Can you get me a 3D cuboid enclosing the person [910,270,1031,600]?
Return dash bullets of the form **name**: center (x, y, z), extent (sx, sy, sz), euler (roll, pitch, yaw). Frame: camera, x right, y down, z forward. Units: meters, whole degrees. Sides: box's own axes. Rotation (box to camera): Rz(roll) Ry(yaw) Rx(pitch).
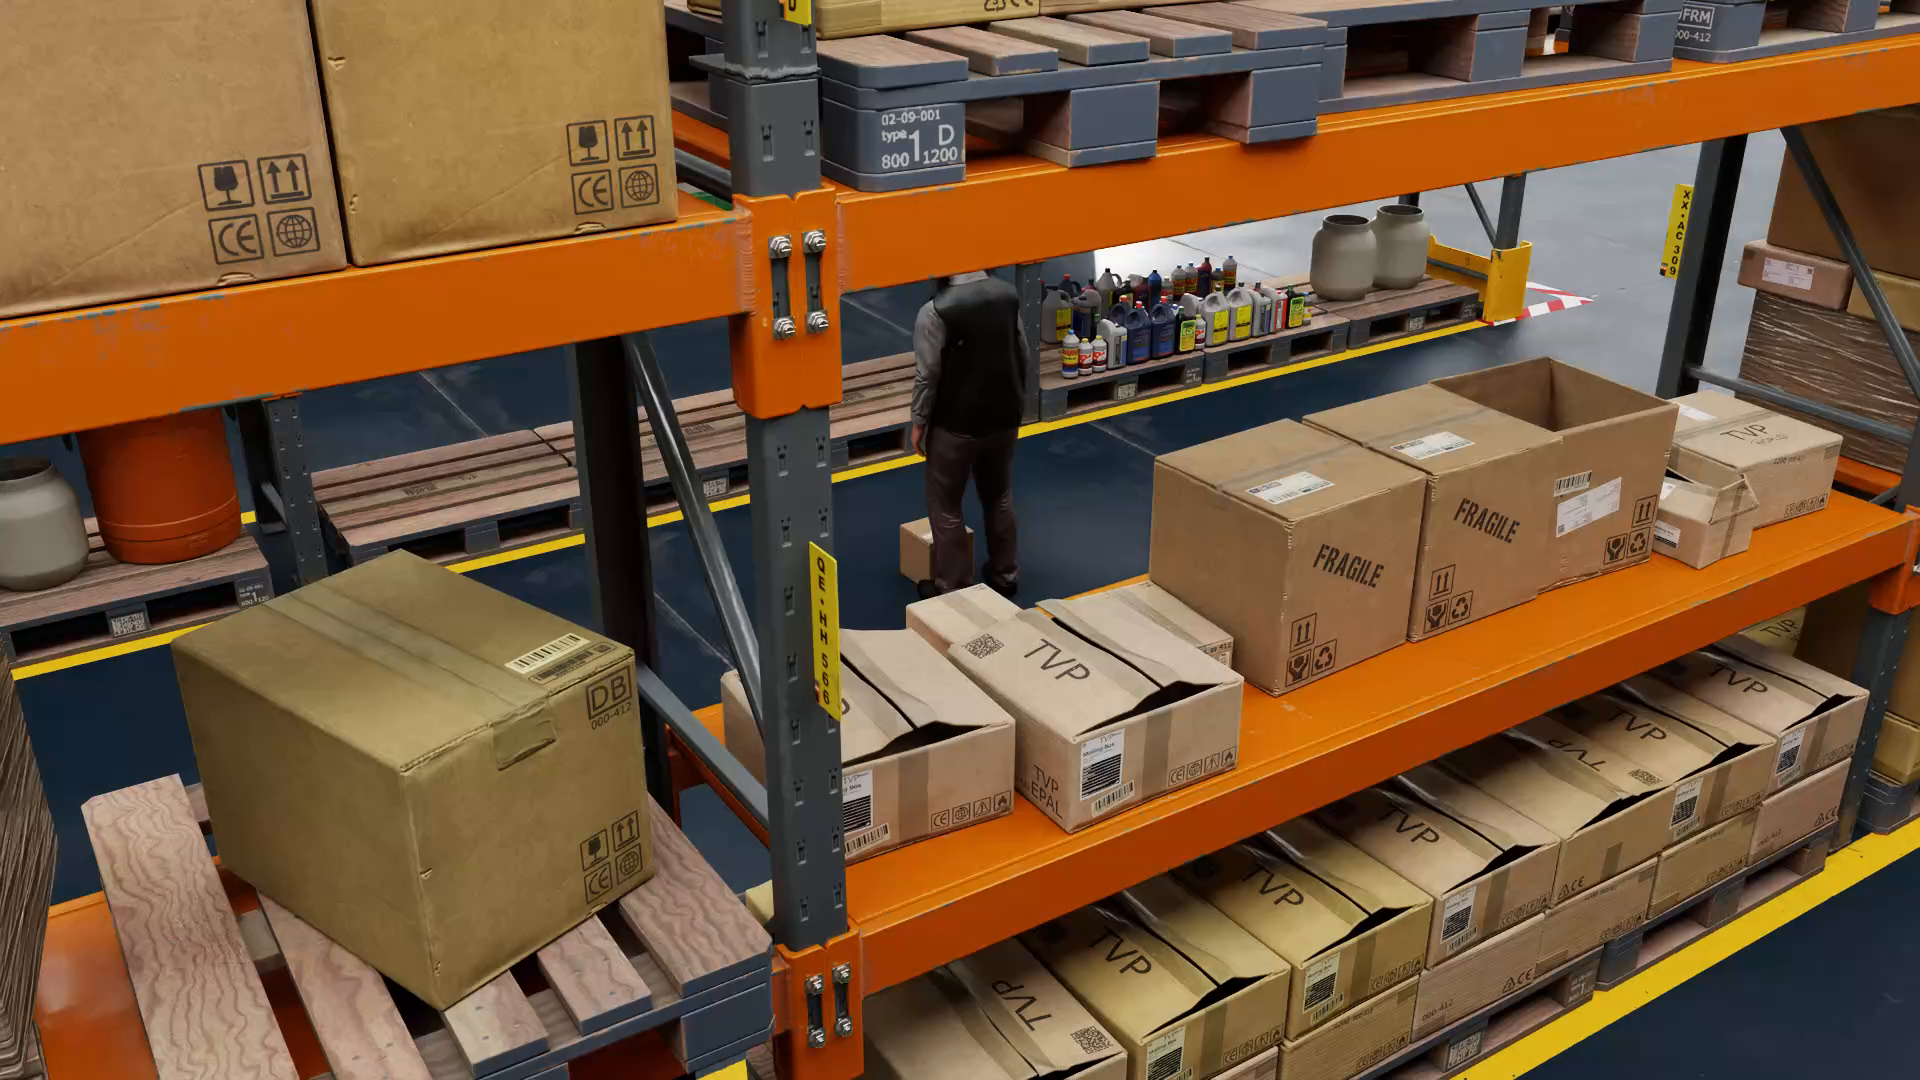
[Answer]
- **person**: center (0.052, -0.514, 7.239), extent (0.581, 1.721, 0.413), euler (-16, 29, -30)
